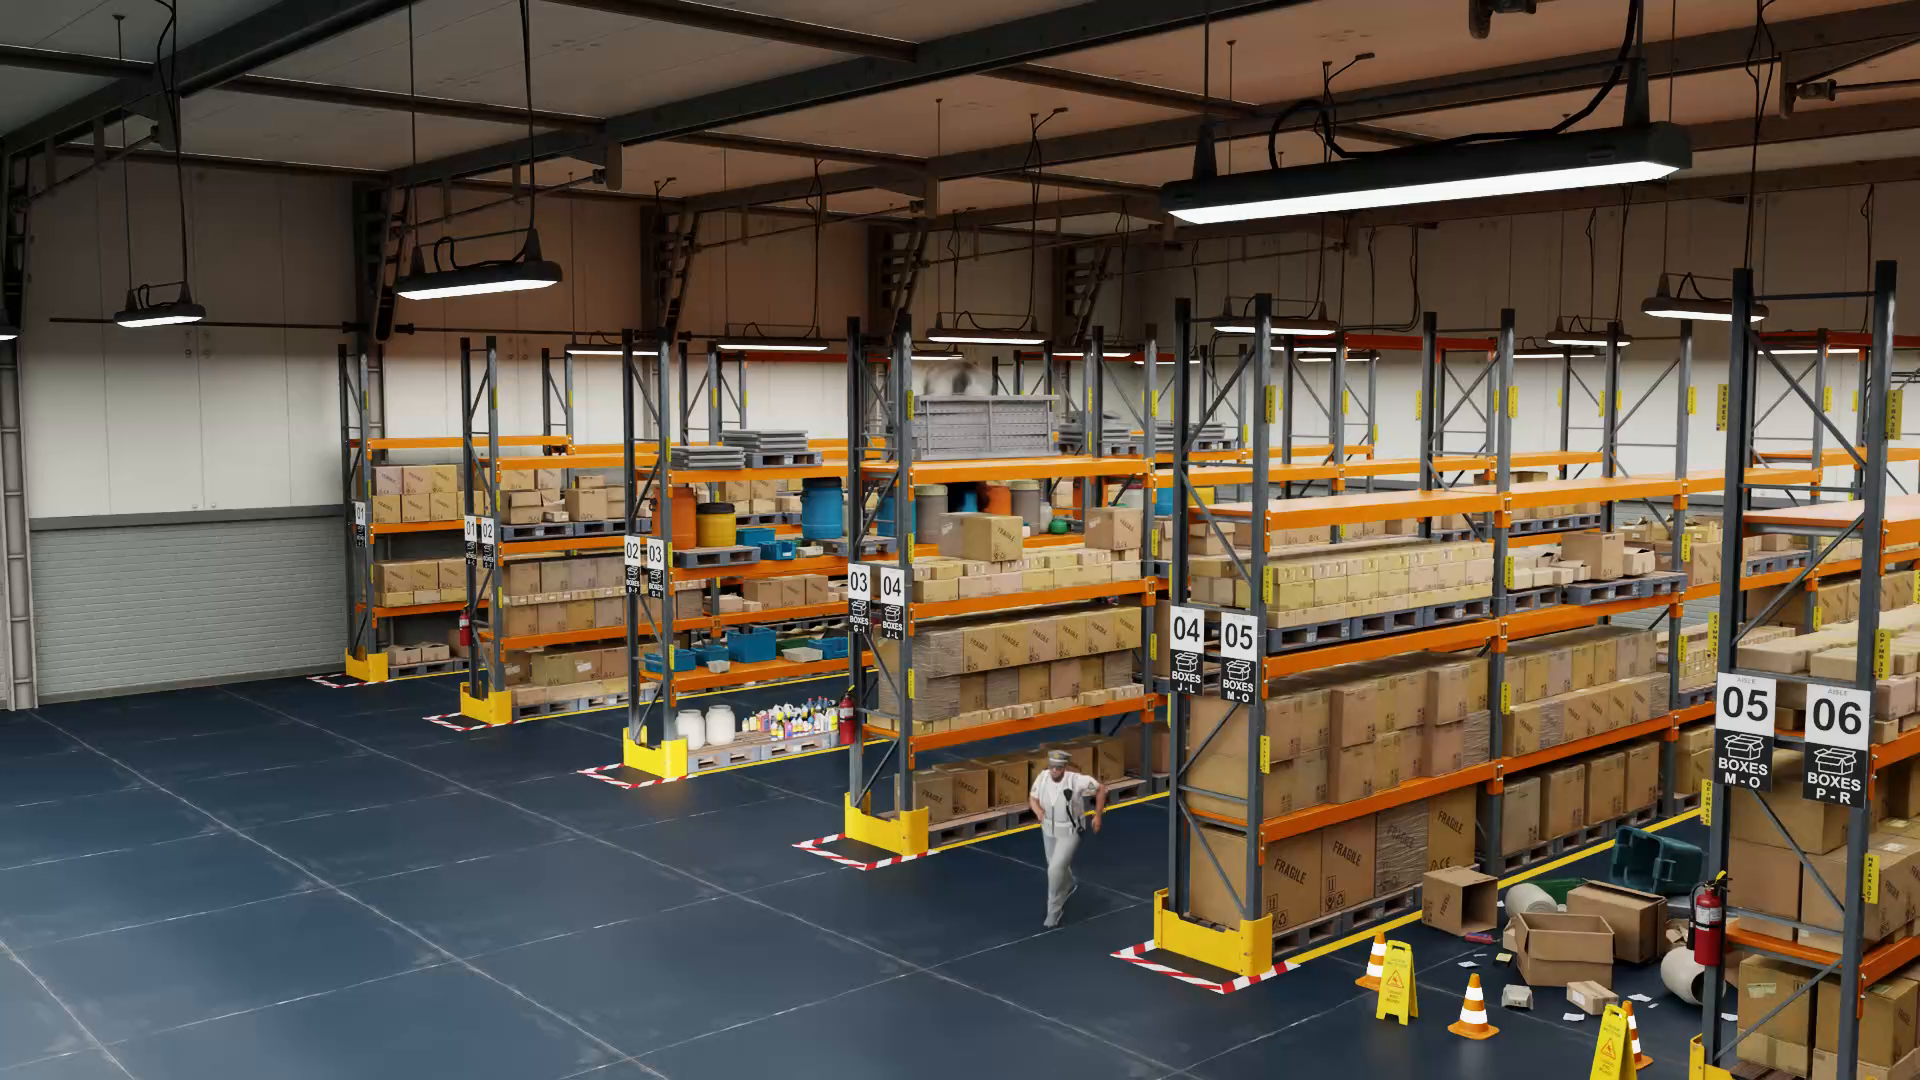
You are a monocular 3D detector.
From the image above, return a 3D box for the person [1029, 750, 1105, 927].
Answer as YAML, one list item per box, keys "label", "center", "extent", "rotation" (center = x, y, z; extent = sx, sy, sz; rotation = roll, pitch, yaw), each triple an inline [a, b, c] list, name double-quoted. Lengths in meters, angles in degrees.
- label: "person"
  center: [1.059, 2.896, 16.268]
  extent: [0.726, 1.804, 0.896]
  rotation: [3, 6, 31]
